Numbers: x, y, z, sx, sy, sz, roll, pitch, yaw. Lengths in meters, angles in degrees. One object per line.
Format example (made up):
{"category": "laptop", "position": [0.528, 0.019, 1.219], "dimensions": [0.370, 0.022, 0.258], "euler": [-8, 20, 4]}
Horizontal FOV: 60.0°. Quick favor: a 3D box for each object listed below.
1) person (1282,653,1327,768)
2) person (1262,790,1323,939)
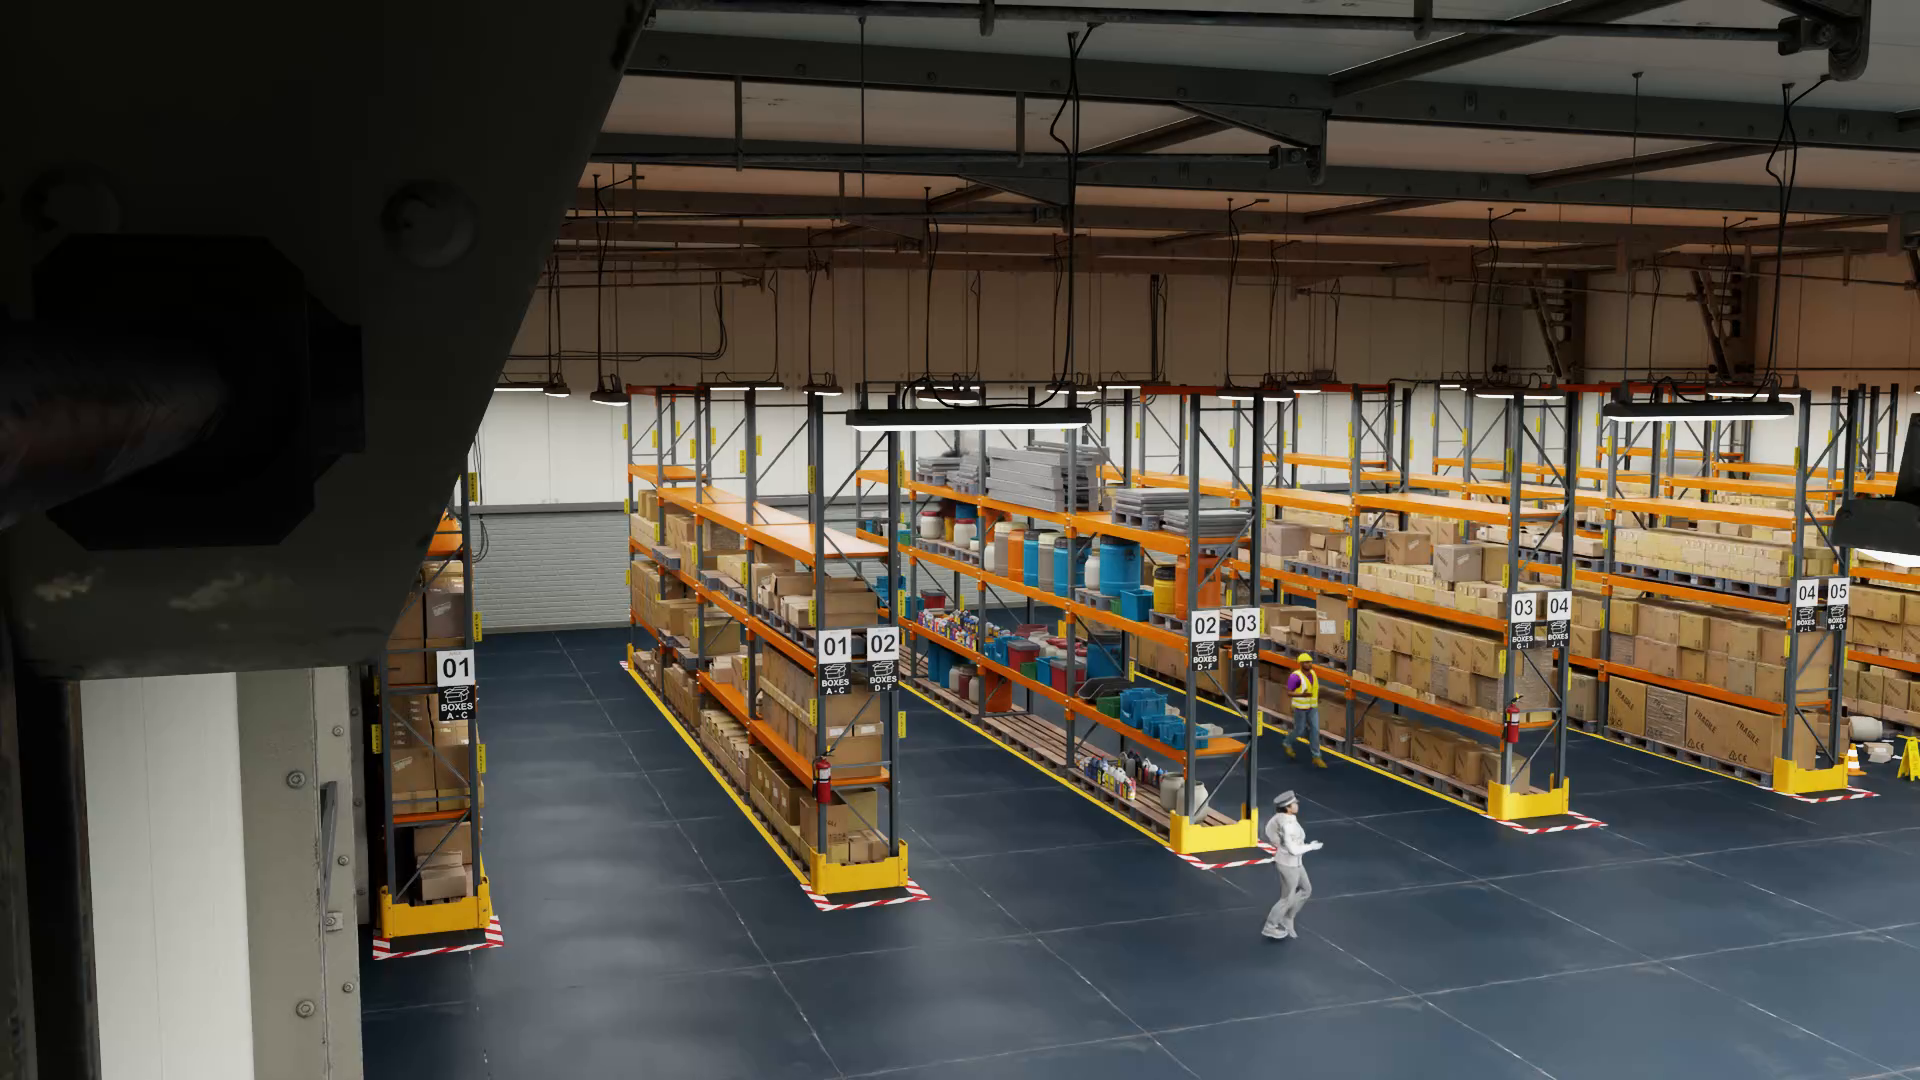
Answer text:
{"category": "person", "position": [5.507, 2.685, 26.561], "dimensions": [0.695, 1.770, 0.962], "euler": [-3, 7, -26]}
{"category": "person", "position": [3.673, 3.607, 18.389], "dimensions": [0.638, 1.699, 0.594], "euler": [1, 6, 6]}
